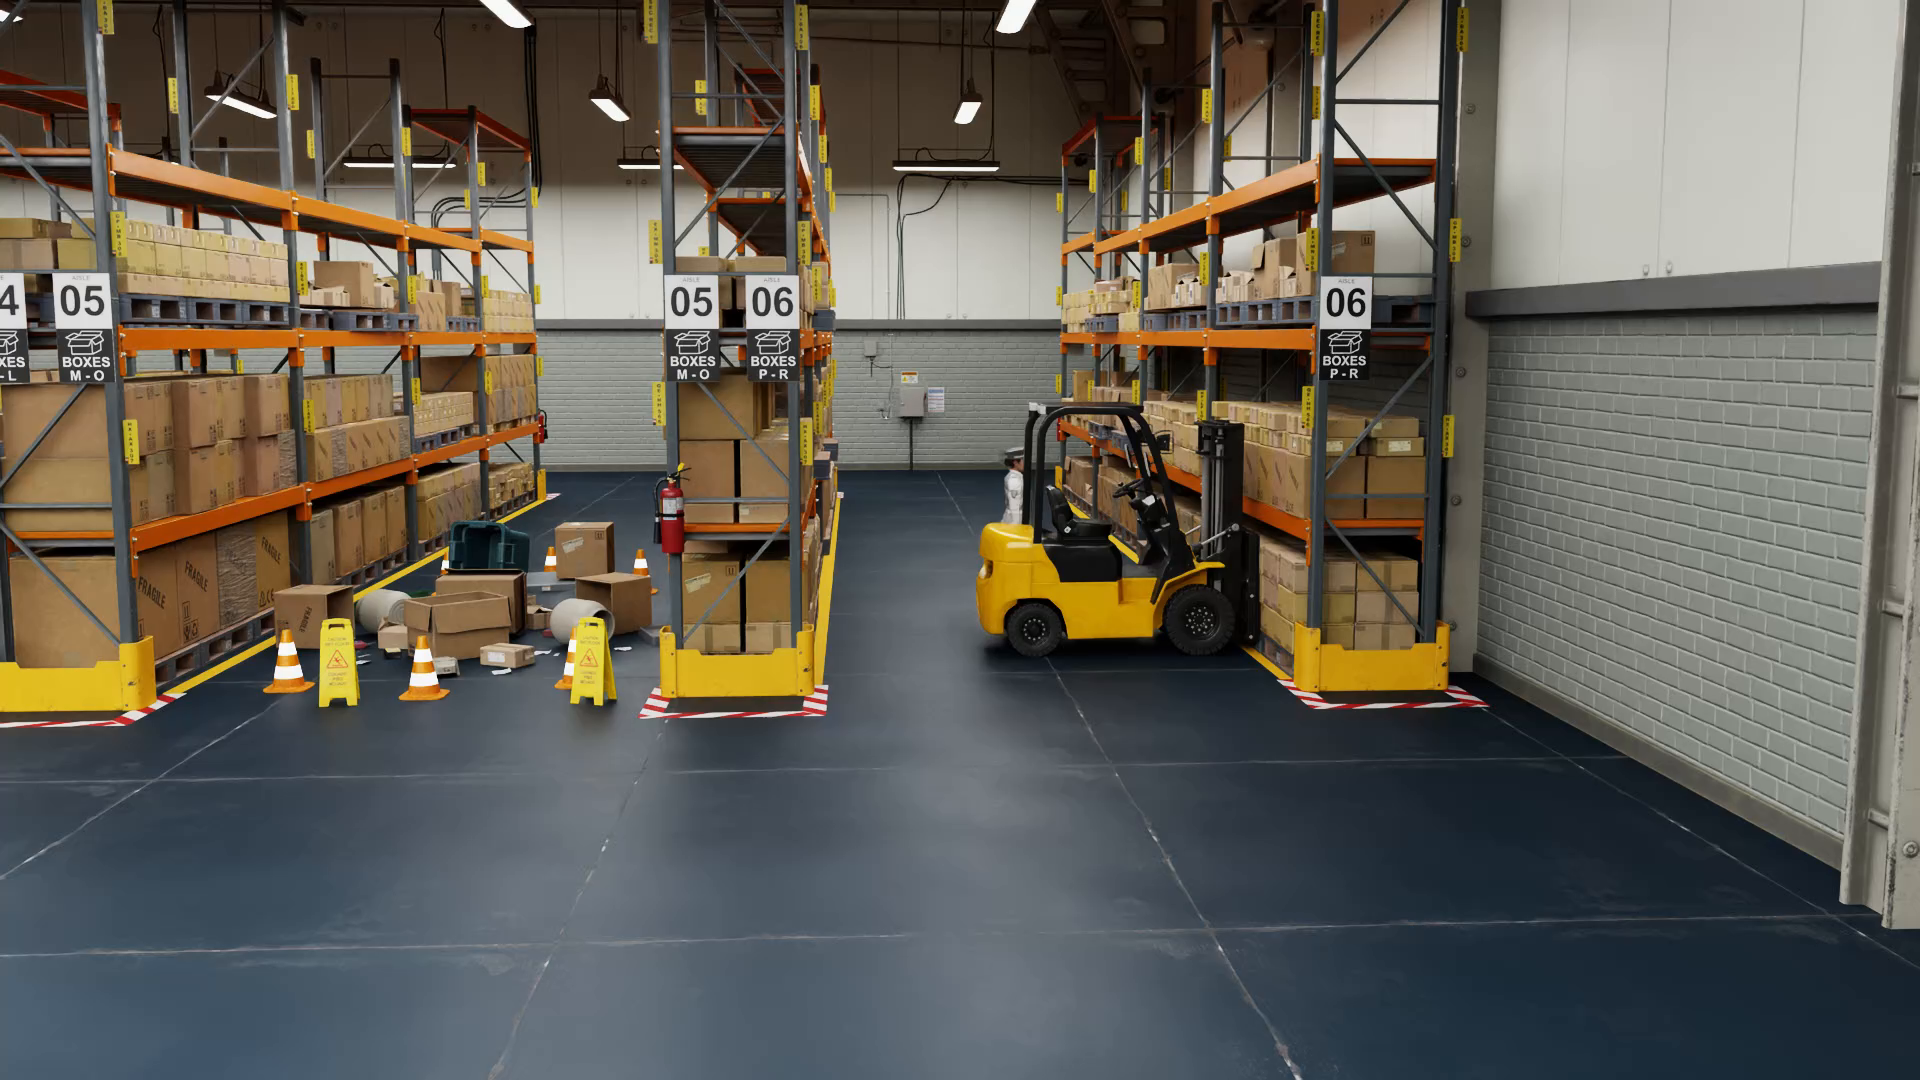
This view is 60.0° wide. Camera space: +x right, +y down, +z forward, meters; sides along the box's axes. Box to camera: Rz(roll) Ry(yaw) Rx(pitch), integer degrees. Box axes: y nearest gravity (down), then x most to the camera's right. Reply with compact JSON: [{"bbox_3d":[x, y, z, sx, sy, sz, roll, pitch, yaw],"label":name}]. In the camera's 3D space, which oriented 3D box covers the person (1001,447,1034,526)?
[{"bbox_3d":[0.697,-0.096,16.420,0.680,1.664,0.507,-1,7,-5],"label":"person"}]
